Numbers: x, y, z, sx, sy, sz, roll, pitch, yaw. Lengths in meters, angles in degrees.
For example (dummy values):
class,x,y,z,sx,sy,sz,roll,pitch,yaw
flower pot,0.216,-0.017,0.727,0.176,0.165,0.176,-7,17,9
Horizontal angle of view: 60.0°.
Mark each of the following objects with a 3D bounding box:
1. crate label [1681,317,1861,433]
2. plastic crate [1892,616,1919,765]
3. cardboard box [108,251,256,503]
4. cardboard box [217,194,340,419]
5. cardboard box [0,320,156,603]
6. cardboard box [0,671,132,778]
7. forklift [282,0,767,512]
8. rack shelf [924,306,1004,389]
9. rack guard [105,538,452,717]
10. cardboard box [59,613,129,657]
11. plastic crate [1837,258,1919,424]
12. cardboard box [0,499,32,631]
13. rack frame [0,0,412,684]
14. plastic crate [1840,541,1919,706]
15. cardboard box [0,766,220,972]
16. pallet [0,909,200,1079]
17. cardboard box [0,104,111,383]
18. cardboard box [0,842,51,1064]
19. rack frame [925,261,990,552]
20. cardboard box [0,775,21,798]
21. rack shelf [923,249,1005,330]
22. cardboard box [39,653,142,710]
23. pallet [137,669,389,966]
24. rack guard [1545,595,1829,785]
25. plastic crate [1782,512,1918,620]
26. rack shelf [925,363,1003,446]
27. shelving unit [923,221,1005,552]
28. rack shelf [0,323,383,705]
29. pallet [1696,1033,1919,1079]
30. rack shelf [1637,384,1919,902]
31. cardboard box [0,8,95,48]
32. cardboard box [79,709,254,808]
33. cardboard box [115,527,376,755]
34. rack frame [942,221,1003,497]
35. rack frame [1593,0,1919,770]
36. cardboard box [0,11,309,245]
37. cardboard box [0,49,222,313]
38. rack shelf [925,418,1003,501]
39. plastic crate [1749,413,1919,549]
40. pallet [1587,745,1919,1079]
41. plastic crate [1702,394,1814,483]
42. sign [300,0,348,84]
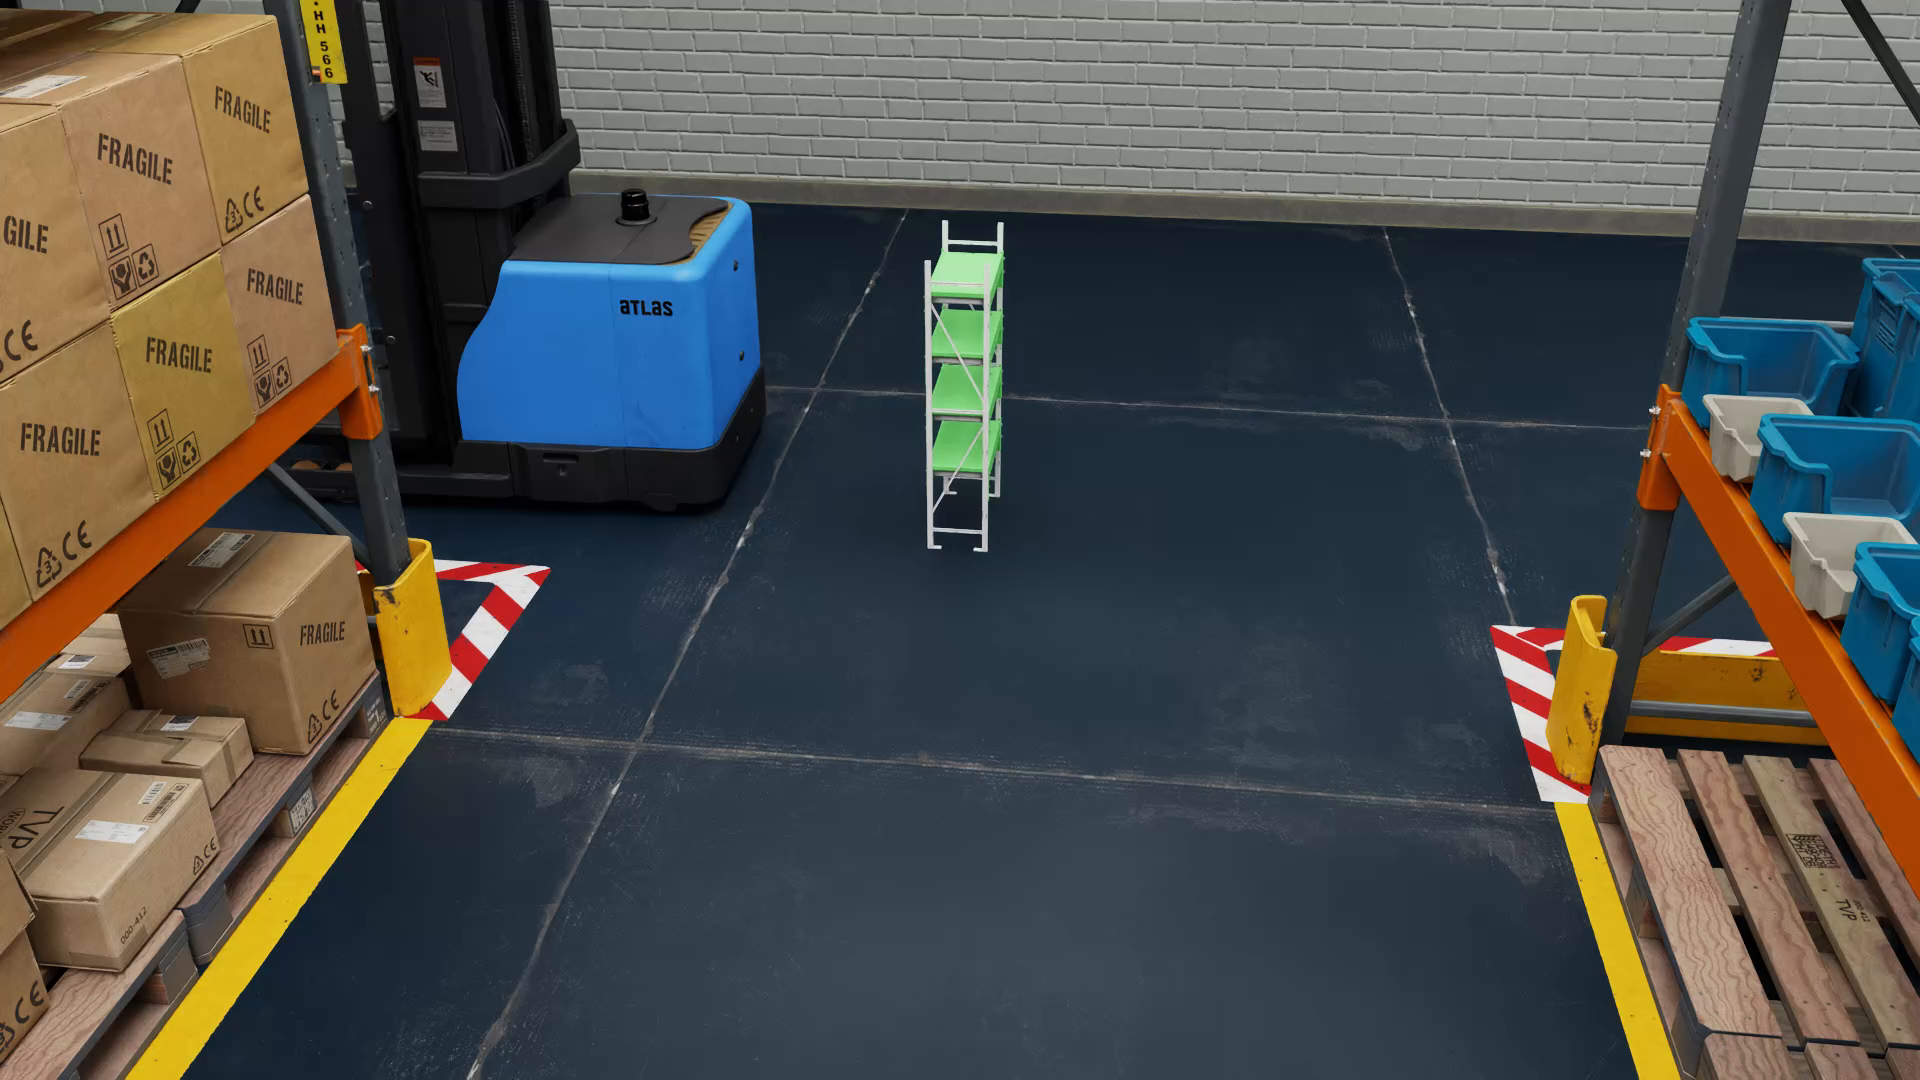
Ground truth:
class,x,y,z,sx,sy,sz,roll,pitch,yaw
crate label,2.176,-0.435,4.508,0.416,0.233,0.303,3,28,6
plastic crate,1.978,0.326,3.095,0.416,0.233,0.300,3,28,6
cardboard box,-2.227,-0.442,4.302,0.500,0.500,0.500,4,29,7
cardboard box,-2.167,-0.686,4.756,0.500,0.500,0.500,4,29,8
cardboard box,-2.294,-0.207,3.867,0.500,0.500,0.500,4,29,7
cardboard box,-2.792,0.623,4.867,0.500,0.250,0.500,3,28,6
forklift,-2.447,-1.693,6.801,3.031,2.935,1.130,3,28,5
rack shelf,0.020,-0.761,6.527,0.258,0.148,0.480,3,28,6
rack guard,-2.392,0.267,5.727,1.175,0.500,0.348,3,28,6
cardboard box,-2.775,0.370,5.443,0.380,0.149,0.250,3,28,6
plastic crate,2.677,-0.453,4.327,0.616,0.435,0.499,3,28,6
cardboard box,-2.356,0.030,3.427,0.500,0.500,0.500,3,28,5
rack frame,-2.383,-0.869,5.200,1.000,3.000,0.127,3,28,6
plastic crate,2.015,0.185,3.358,0.416,0.233,0.300,3,28,6
cardboard box,-2.351,0.864,4.420,0.500,0.250,0.500,3,28,6
pallet,-2.641,1.343,4.036,1.003,0.211,1.213,3,28,6
cardboard box,-2.284,-0.645,3.626,0.500,0.500,0.500,4,29,8
cardboard box,-2.648,1.035,3.835,0.797,0.503,0.637,3,28,6
rack frame,-0.010,-0.491,6.397,0.240,1.200,0.015,3,28,6
cardboard box,-2.853,0.858,4.430,0.500,0.250,0.500,3,28,6
rack shelf,0.020,-0.972,6.413,0.258,0.148,0.480,3,28,6
cardboard box,-2.806,0.480,5.221,0.380,0.166,0.250,3,28,6
pallet,-2.489,0.770,5.099,1.003,0.211,1.213,3,28,6
rack guard,2.523,0.509,5.278,1.175,0.500,0.348,3,28,6
plastic crate,1.971,0.073,3.667,0.250,0.136,0.298,3,28,6
rack shelf,0.020,-0.550,6.640,0.258,0.148,0.480,3,28,6
shelving unit,0.020,-0.606,6.610,0.258,1.200,0.503,3,28,6
rack shelf,-2.628,0.389,3.623,1.077,0.370,4.000,3,28,6
pallet,2.241,1.607,3.545,1.003,0.211,1.213,3,28,6
rack shelf,2.288,0.679,3.086,1.077,0.370,4.000,3,28,6
cardboard box,-2.699,-1.160,4.580,0.500,0.500,0.500,4,29,8
cardboard box,-2.344,0.640,4.922,0.380,0.166,0.250,3,28,6
cardboard box,-2.205,0.308,5.187,0.500,0.500,0.500,3,28,6
rack frame,0.050,-0.721,6.823,0.240,1.200,0.015,3,28,6
rack frame,2.533,-0.579,4.663,1.000,3.000,0.127,3,28,6
cardboard box,-2.164,-1.128,4.521,0.500,0.500,0.500,3,28,6
cardboard box,-2.225,-0.890,4.079,0.500,0.500,0.500,4,29,8
rack shelf,0.020,-0.339,6.754,0.258,0.148,0.480,3,28,6
plastic crate,2.095,-0.125,3.933,0.416,0.233,0.300,3,28,6
pallet,2.393,1.034,4.608,1.003,0.211,1.213,3,28,6
plastic crate,2.055,-0.246,4.259,0.250,0.136,0.298,3,28,6
sign,-1.834,-1.476,4.773,0.100,0.325,0.005,3,28,6
